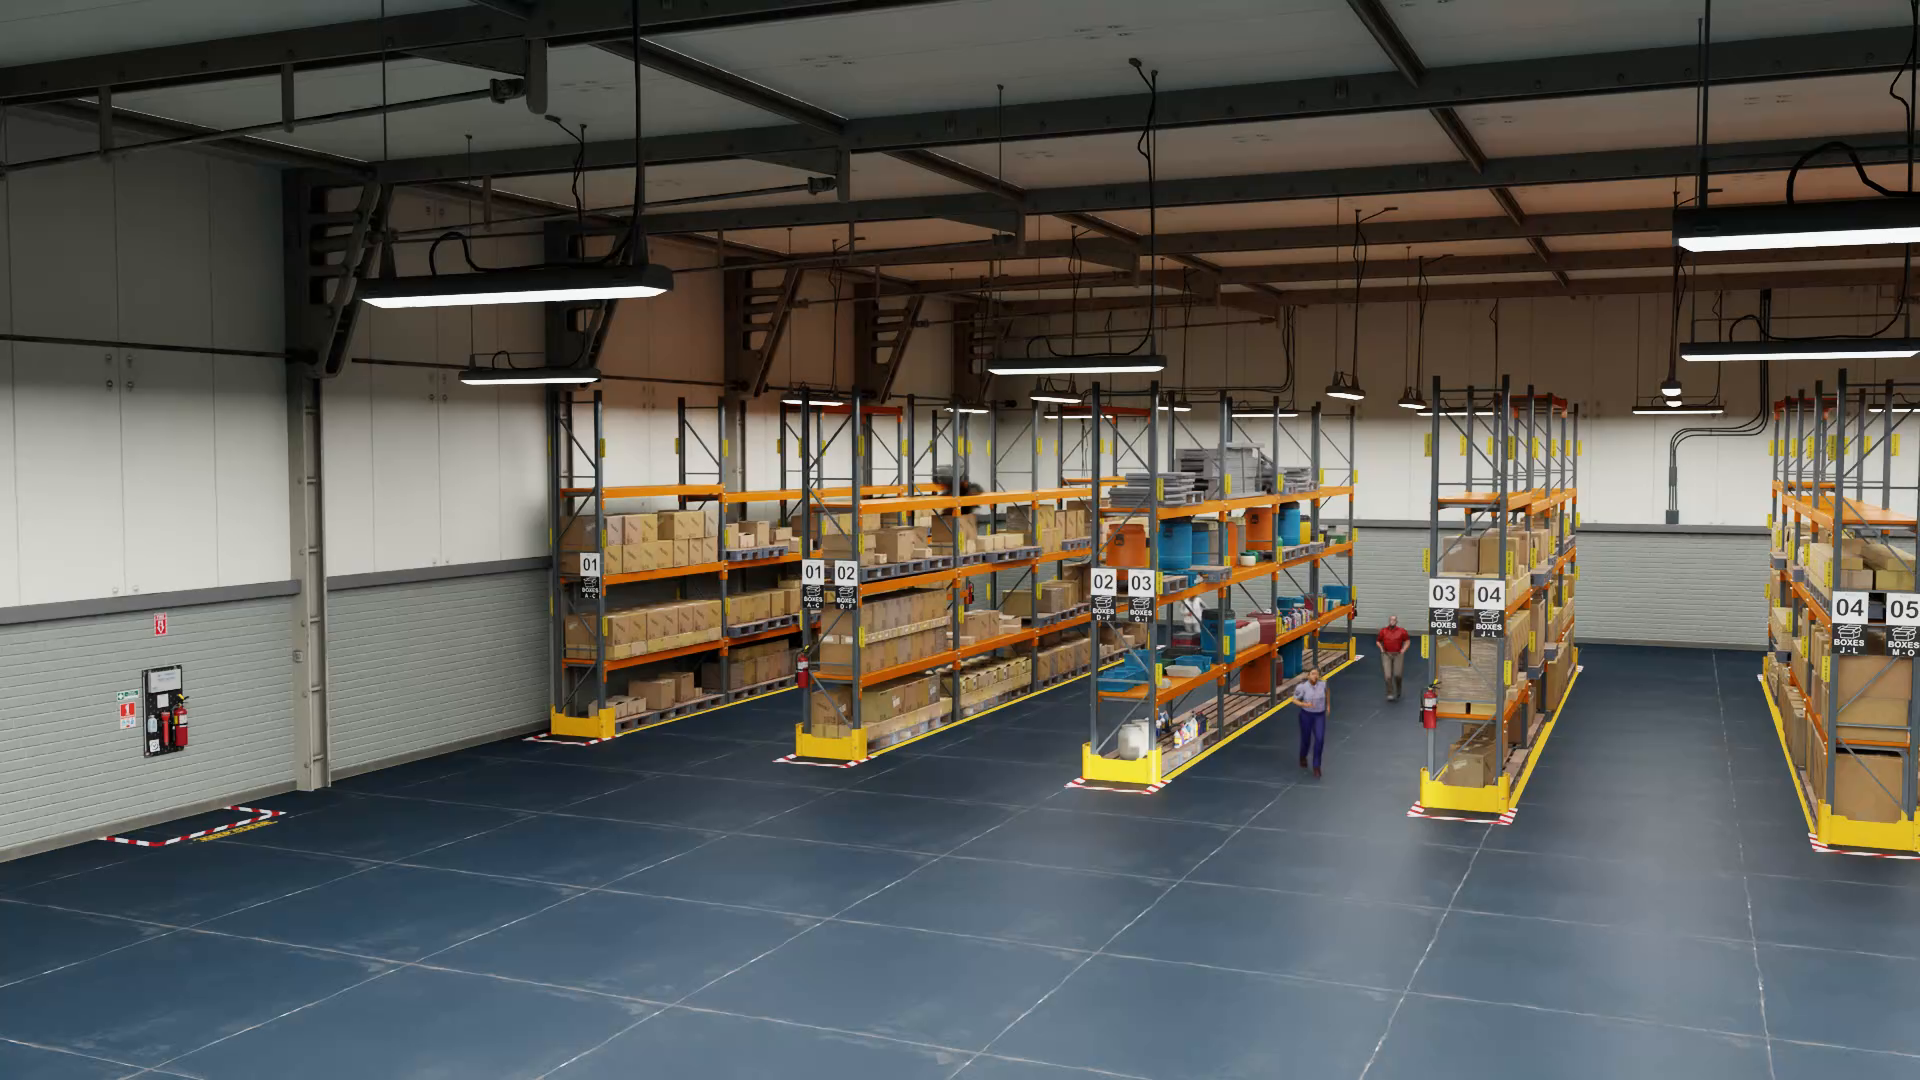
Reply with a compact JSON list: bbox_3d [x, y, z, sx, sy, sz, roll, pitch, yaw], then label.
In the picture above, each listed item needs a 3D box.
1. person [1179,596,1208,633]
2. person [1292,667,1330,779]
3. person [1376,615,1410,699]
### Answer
[{"bbox_3d":[5.544,1.953,39.574,0.656,1.714,0.601,1,3,16],"label":"person"},{"bbox_3d":[5.407,2.778,25.580,0.627,1.686,0.893,0,3,-2],"label":"person"},{"bbox_3d":[8.593,2.335,33.042,0.657,1.674,0.594,1,3,19],"label":"person"}]
